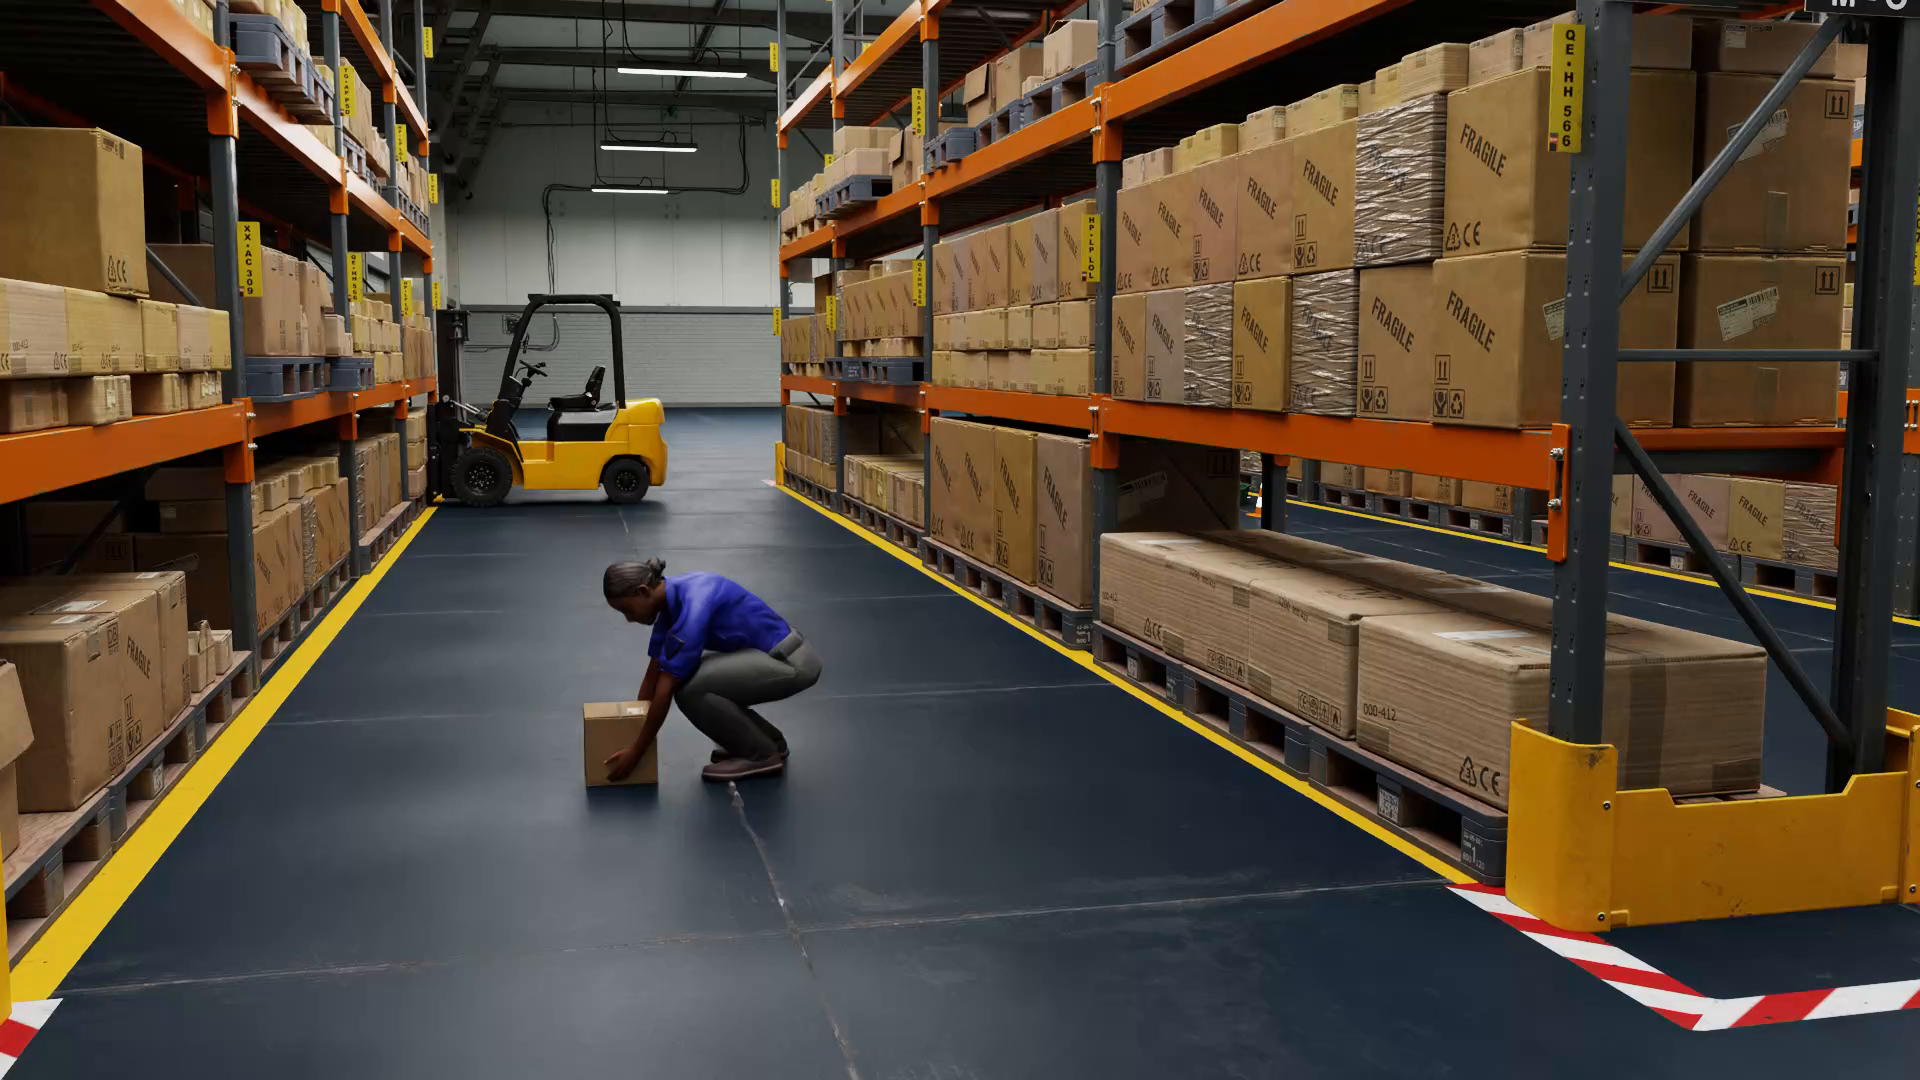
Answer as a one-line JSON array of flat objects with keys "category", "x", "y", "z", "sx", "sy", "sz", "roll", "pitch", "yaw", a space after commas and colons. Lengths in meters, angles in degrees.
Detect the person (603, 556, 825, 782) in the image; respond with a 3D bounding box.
[{"category": "person", "x": -0.896, "y": 0.451, "z": 6.036, "sx": 0.810, "sy": 0.811, "sz": 0.478, "roll": -2, "pitch": 6, "yaw": -14}]
